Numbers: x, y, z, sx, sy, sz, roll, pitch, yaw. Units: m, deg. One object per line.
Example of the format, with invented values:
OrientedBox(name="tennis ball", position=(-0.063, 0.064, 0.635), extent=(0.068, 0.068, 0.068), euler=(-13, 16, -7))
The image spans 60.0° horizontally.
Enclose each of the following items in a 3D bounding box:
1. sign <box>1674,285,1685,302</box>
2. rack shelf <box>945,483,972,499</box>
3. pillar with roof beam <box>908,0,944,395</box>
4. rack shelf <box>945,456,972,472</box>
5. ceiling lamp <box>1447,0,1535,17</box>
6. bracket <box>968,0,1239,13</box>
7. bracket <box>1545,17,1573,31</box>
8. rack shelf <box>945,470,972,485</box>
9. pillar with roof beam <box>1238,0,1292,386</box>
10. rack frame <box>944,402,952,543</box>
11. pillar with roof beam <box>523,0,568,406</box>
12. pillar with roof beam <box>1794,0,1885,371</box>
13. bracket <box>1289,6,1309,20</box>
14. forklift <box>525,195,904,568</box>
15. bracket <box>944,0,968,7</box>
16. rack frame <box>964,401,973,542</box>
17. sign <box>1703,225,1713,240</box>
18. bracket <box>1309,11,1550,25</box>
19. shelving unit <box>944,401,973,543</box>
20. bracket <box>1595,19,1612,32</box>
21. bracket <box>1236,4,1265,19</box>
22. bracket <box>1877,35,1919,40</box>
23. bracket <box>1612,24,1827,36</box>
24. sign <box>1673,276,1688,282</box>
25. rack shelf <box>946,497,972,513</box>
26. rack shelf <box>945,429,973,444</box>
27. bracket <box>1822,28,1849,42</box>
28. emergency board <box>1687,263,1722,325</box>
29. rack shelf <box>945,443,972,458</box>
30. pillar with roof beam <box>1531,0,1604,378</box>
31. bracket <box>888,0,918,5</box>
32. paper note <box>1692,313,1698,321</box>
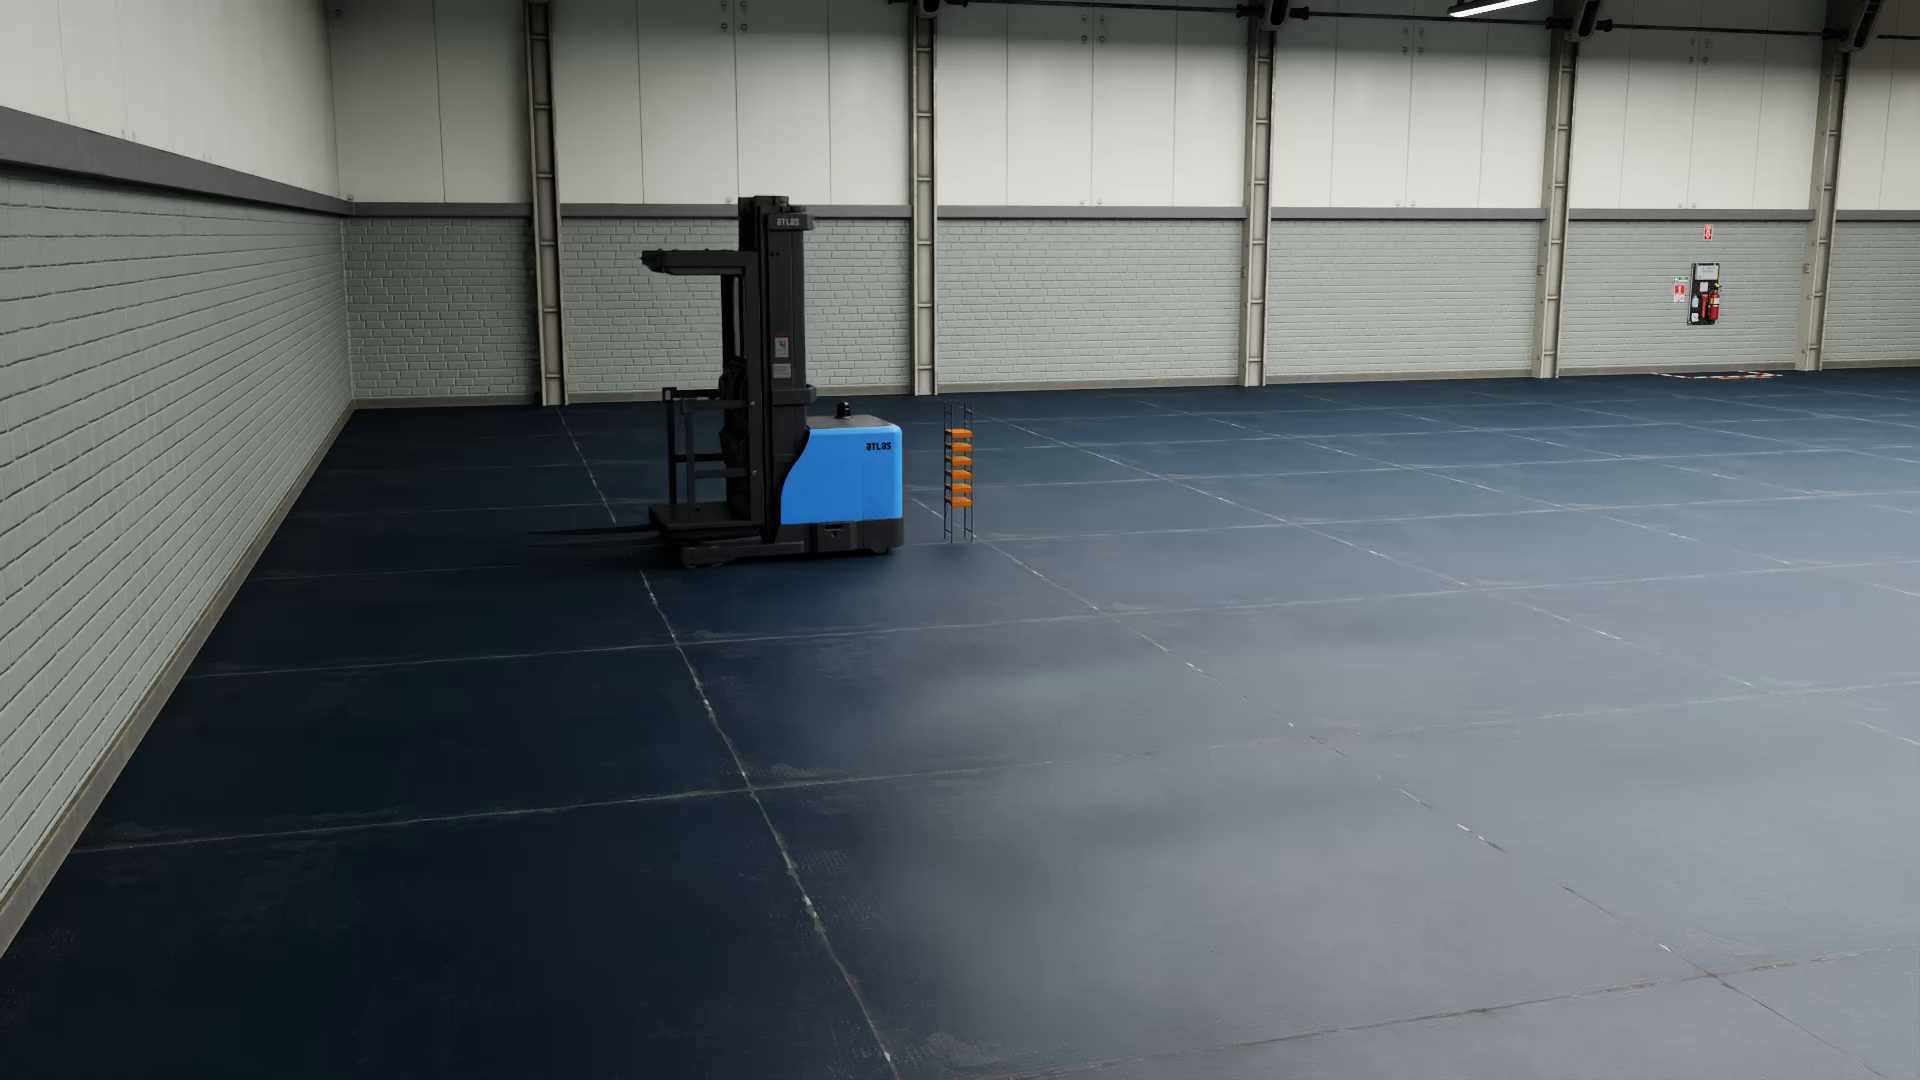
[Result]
OrientedBox(name="sign", position=(13.736, -4.711, 31.751), extent=(0.234, 0.329, 0.001), euler=(-3, 11, -16))
OrientedBox(name="rack shelf", position=(-0.014, -0.428, 14.464), extent=(0.180, 0.103, 0.258), euler=(-3, 11, -16))
OrientedBox(name="pillar with roof beam", position=(0.599, -6.113, 22.896), extent=(0.548, 9.000, 9.100), euler=(-3, 11, -16))
OrientedBox(name="rack shelf", position=(-0.014, -0.664, 14.420), extent=(0.180, 0.103, 0.258), euler=(-3, 11, -16))
OrientedBox(name="ceiling lamp", position=(7.479, -9.222, 23.666), extent=(0.800, 3.185, 2.000), euler=(-3, 11, -16))
OrientedBox(name="bracket", position=(2.368, -8.721, 27.123), extent=(4.783, 0.066, 0.076), euler=(-3, 11, -16))
OrientedBox(name="bracket", position=(10.619, -9.156, 29.485), extent=(0.430, 0.232, 0.235), euler=(-3, 11, -16))
OrientedBox(name="rack shelf", position=(-0.014, -0.546, 14.442), extent=(0.180, 0.103, 0.258), euler=(-3, 11, -16))
OrientedBox(name="pillar with roof beam", position=(6.360, -6.416, 24.546), extent=(0.548, 9.000, 9.100), euler=(-3, 11, -16))
OrientedBox(name="rack frame", position=(-0.102, -0.585, 14.409), extent=(0.006, 1.200, 0.240), euler=(-3, 11, -16))
OrientedBox(name="pillar with roof beam", position=(-5.161, -5.809, 21.247), extent=(0.548, 9.000, 9.100), euler=(-3, 11, -16))
OrientedBox(name="pillar with roof beam", position=(17.882, -7.024, 27.844), extent=(0.548, 9.000, 9.100), euler=(-3, 11, -16))
OrientedBox(name="bracket", position=(5.655, -8.894, 28.064), extent=(0.430, 0.232, 0.235), euler=(-3, 11, -16))
OrientedBox(name="forklift", position=(-2.045, -1.323, 13.637), extent=(3.031, 2.935, 1.130), euler=(-3, 11, -18))
OrientedBox(name="bracket", position=(-0.106, -8.591, 26.414), extent=(0.430, 0.232, 0.235), euler=(-3, 11, -16))
OrientedBox(name="rack frame", position=(0.074, -0.594, 14.459), extent=(0.006, 1.200, 0.240), euler=(-3, 11, -16))
OrientedBox(name="sign", position=(14.260, -5.860, 31.691), extent=(0.199, 0.298, 0.001), euler=(-3, 11, -16))
OrientedBox(name="bracket", position=(8.129, -9.025, 28.772), extent=(4.783, 0.066, 0.076), euler=(-3, 11, -16))
OrientedBox(name="shelving unit", position=(-0.014, -0.589, 14.434), extent=(0.189, 1.200, 0.258), euler=(-3, 11, -16))
OrientedBox(name="bracket", position=(11.416, -9.198, 29.713), extent=(0.430, 0.232, 0.235), euler=(-3, 11, -16))
OrientedBox(name="bracket", position=(4.858, -8.852, 27.835), extent=(0.430, 0.232, 0.235), euler=(-3, 11, -16))
OrientedBox(name="bracket", position=(19.650, -9.632, 32.070), extent=(4.783, 0.066, 0.076), euler=(-3, 11, -16))
OrientedBox(name="bracket", position=(13.889, -9.328, 30.421), extent=(4.783, 0.066, 0.076), euler=(-3, 11, -16))
OrientedBox(name="sign", position=(13.743, -4.970, 31.696), extent=(0.331, 0.109, 0.001), euler=(-3, 11, -16))
OrientedBox(name="rack shelf", position=(-0.014, -0.310, 14.485), extent=(0.180, 0.103, 0.258), euler=(-3, 11, -16))
OrientedBox(name="rack shelf", position=(-0.014, -0.900, 14.377), extent=(0.180, 0.103, 0.258), euler=(-3, 11, -16))
OrientedBox(name="bracket", position=(16.380, -9.460, 31.134), extent=(0.430, 0.232, 0.235), euler=(-3, 11, -16))
OrientedBox(name="emergency board", position=(14.295, -4.703, 31.809), extent=(0.643, 1.169, 0.194), euler=(-3, 11, -16))
OrientedBox(name="rack shelf", position=(-0.014, -0.782, 14.398), extent=(0.180, 0.103, 0.258), euler=(-3, 11, -16))
OrientedBox(name="pillar with roof beam", position=(12.121, -6.720, 26.195), extent=(0.548, 9.000, 9.100), euler=(-3, 11, -16))
OrientedBox(name="bracket", position=(-0.903, -8.549, 26.186), extent=(0.430, 0.232, 0.235), euler=(-3, 11, -16))
OrientedBox(name="paper note", position=(14.106, -4.273, 31.905), extent=(0.142, 0.148, 0.016), euler=(-3, 11, -16))
